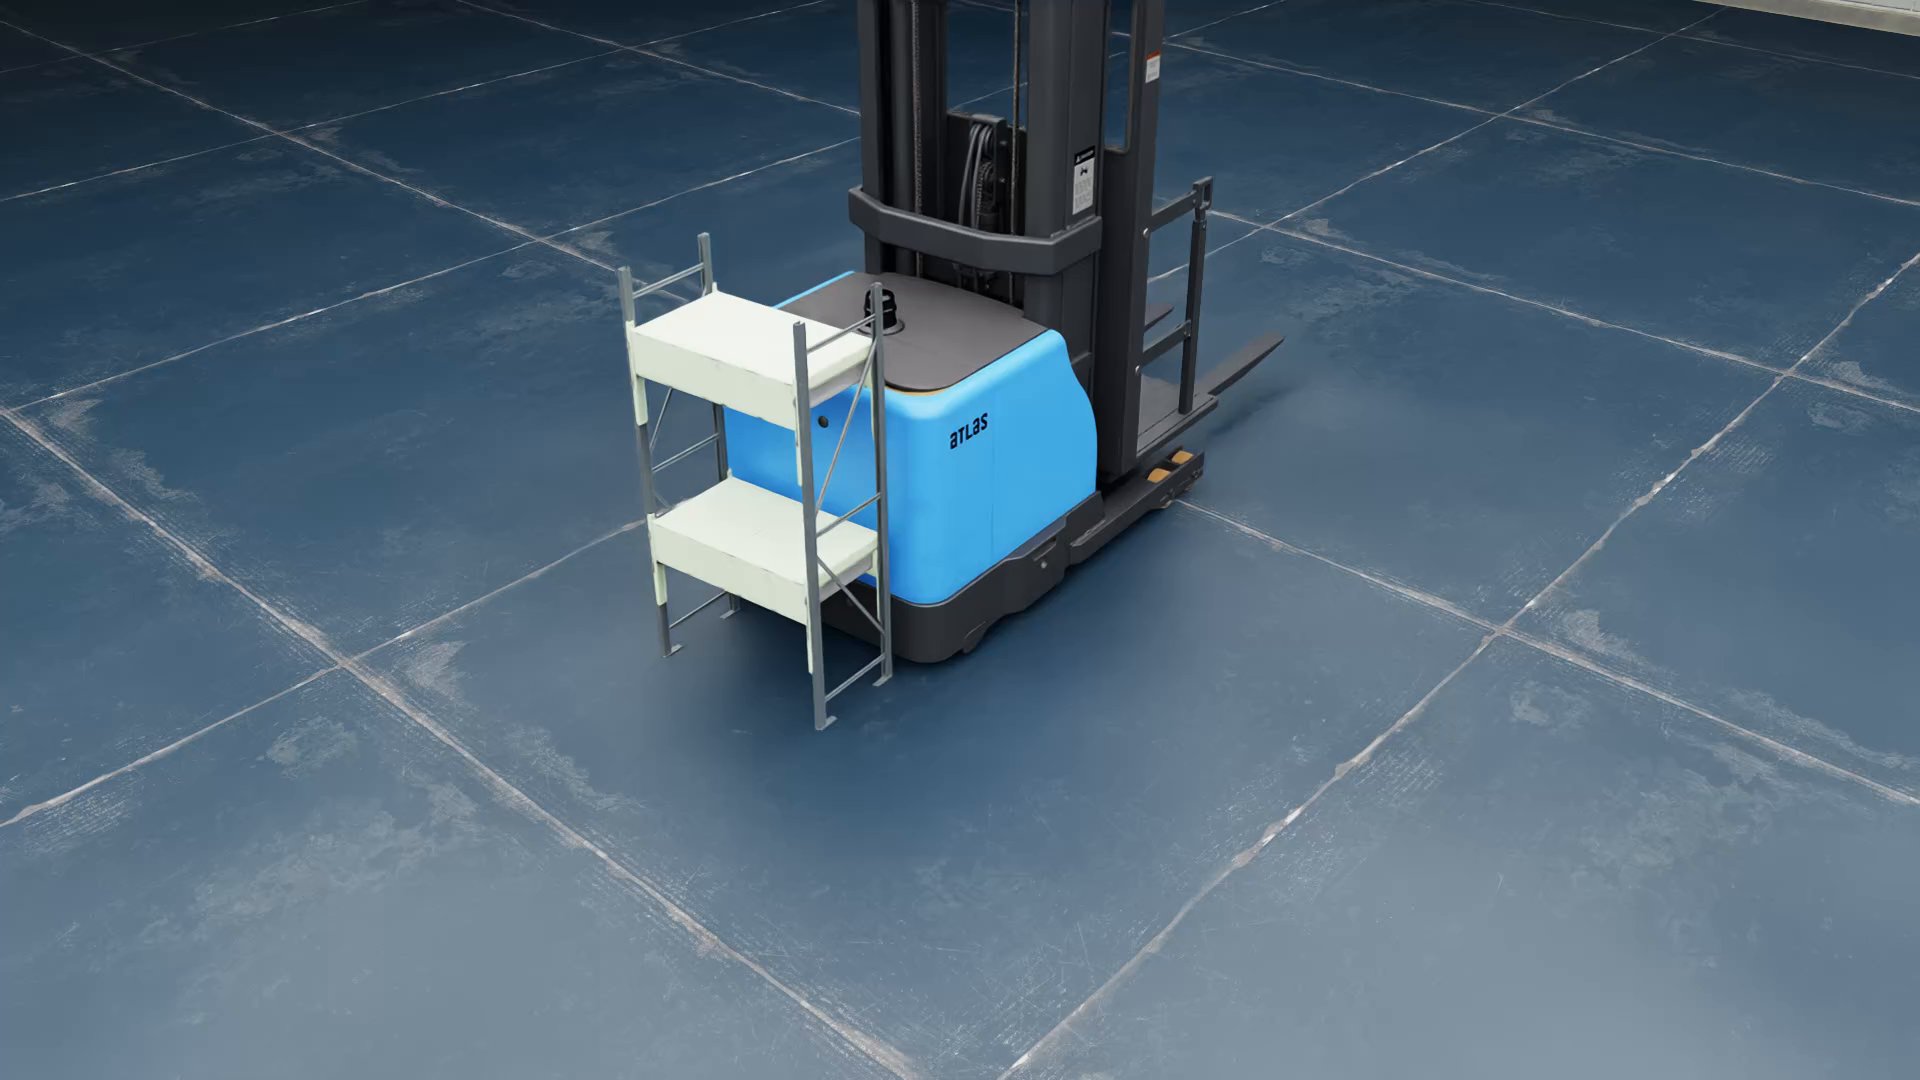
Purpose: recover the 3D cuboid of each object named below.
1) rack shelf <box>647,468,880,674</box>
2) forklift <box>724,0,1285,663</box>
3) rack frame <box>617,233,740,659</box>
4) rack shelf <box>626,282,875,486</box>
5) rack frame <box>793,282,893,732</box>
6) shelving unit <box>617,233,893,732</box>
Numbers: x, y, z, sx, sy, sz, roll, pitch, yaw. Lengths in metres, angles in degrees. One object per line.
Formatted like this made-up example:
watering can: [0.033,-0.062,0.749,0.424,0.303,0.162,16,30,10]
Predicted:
rack shelf: [-0.664,0.094,5.772,0.720,0.370,0.431,21,37,30]
forklift: [0.386,-1.524,6.439,1.130,2.935,3.031,21,37,31]
rack frame: [-0.960,-0.296,5.788,0.023,1.500,0.400,21,37,30]
rack shelf: [-0.664,-0.520,5.403,0.720,0.370,0.431,21,37,30]
rack frame: [-0.368,-0.074,5.420,0.023,1.500,0.400,21,37,30]
shelving unit: [-0.664,-0.185,5.604,0.755,1.500,0.431,21,37,30]
